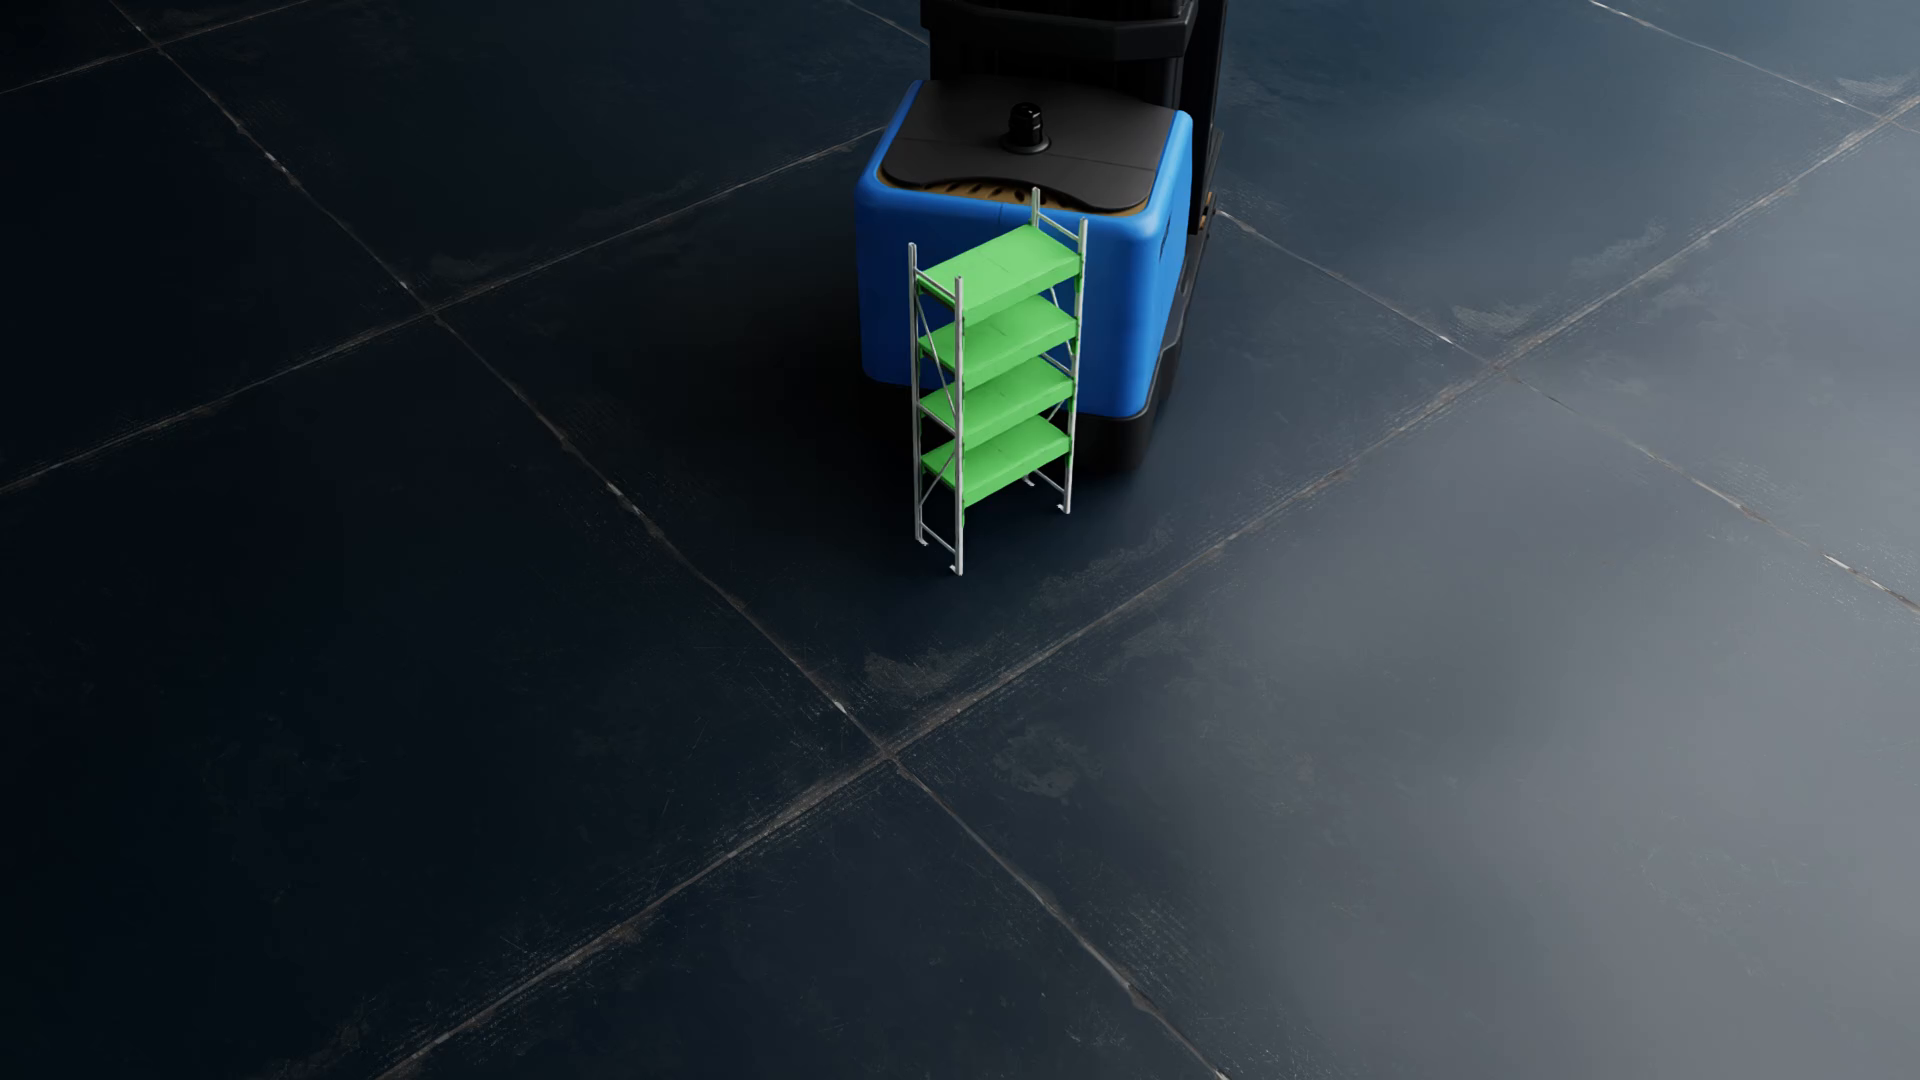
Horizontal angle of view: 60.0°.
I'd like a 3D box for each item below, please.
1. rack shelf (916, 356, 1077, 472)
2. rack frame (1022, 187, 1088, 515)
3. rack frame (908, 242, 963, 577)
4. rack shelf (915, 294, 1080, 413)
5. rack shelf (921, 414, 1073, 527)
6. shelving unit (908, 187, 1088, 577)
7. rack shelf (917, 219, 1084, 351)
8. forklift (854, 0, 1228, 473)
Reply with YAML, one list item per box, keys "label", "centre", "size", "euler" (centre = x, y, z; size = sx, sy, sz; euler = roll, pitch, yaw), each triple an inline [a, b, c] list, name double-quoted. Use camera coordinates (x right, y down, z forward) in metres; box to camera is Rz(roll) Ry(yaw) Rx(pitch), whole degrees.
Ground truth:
- label: "rack shelf"
  centre: [0.116, -0.440, 5.435]
  size: [0.480, 0.148, 0.258]
  euler: [-29, 51, -28]
- label: "rack frame"
  centre: [0.305, -0.592, 5.504]
  size: [0.015, 1.200, 0.240]
  euler: [-29, 51, -28]
- label: "rack frame"
  centre: [-0.073, -0.380, 5.279]
  size: [0.015, 1.200, 0.240]
  euler: [-29, 51, -28]
- label: "rack shelf"
  centre: [0.116, -0.615, 5.271]
  size: [0.480, 0.148, 0.258]
  euler: [-29, 51, -28]
- label: "rack shelf"
  centre: [0.116, -0.265, 5.599]
  size: [0.480, 0.148, 0.258]
  euler: [-29, 51, -28]
- label: "shelving unit"
  centre: [0.116, -0.486, 5.391]
  size: [0.503, 1.200, 0.258]
  euler: [-29, 51, -28]
- label: "rack shelf"
  centre: [0.116, -0.790, 5.106]
  size: [0.480, 0.148, 0.258]
  euler: [-29, 51, -28]
- label: "forklift"
  centre: [0.485, -2.330, 6.090]
  size: [1.130, 2.935, 3.031]
  euler: [10, 44, 10]
